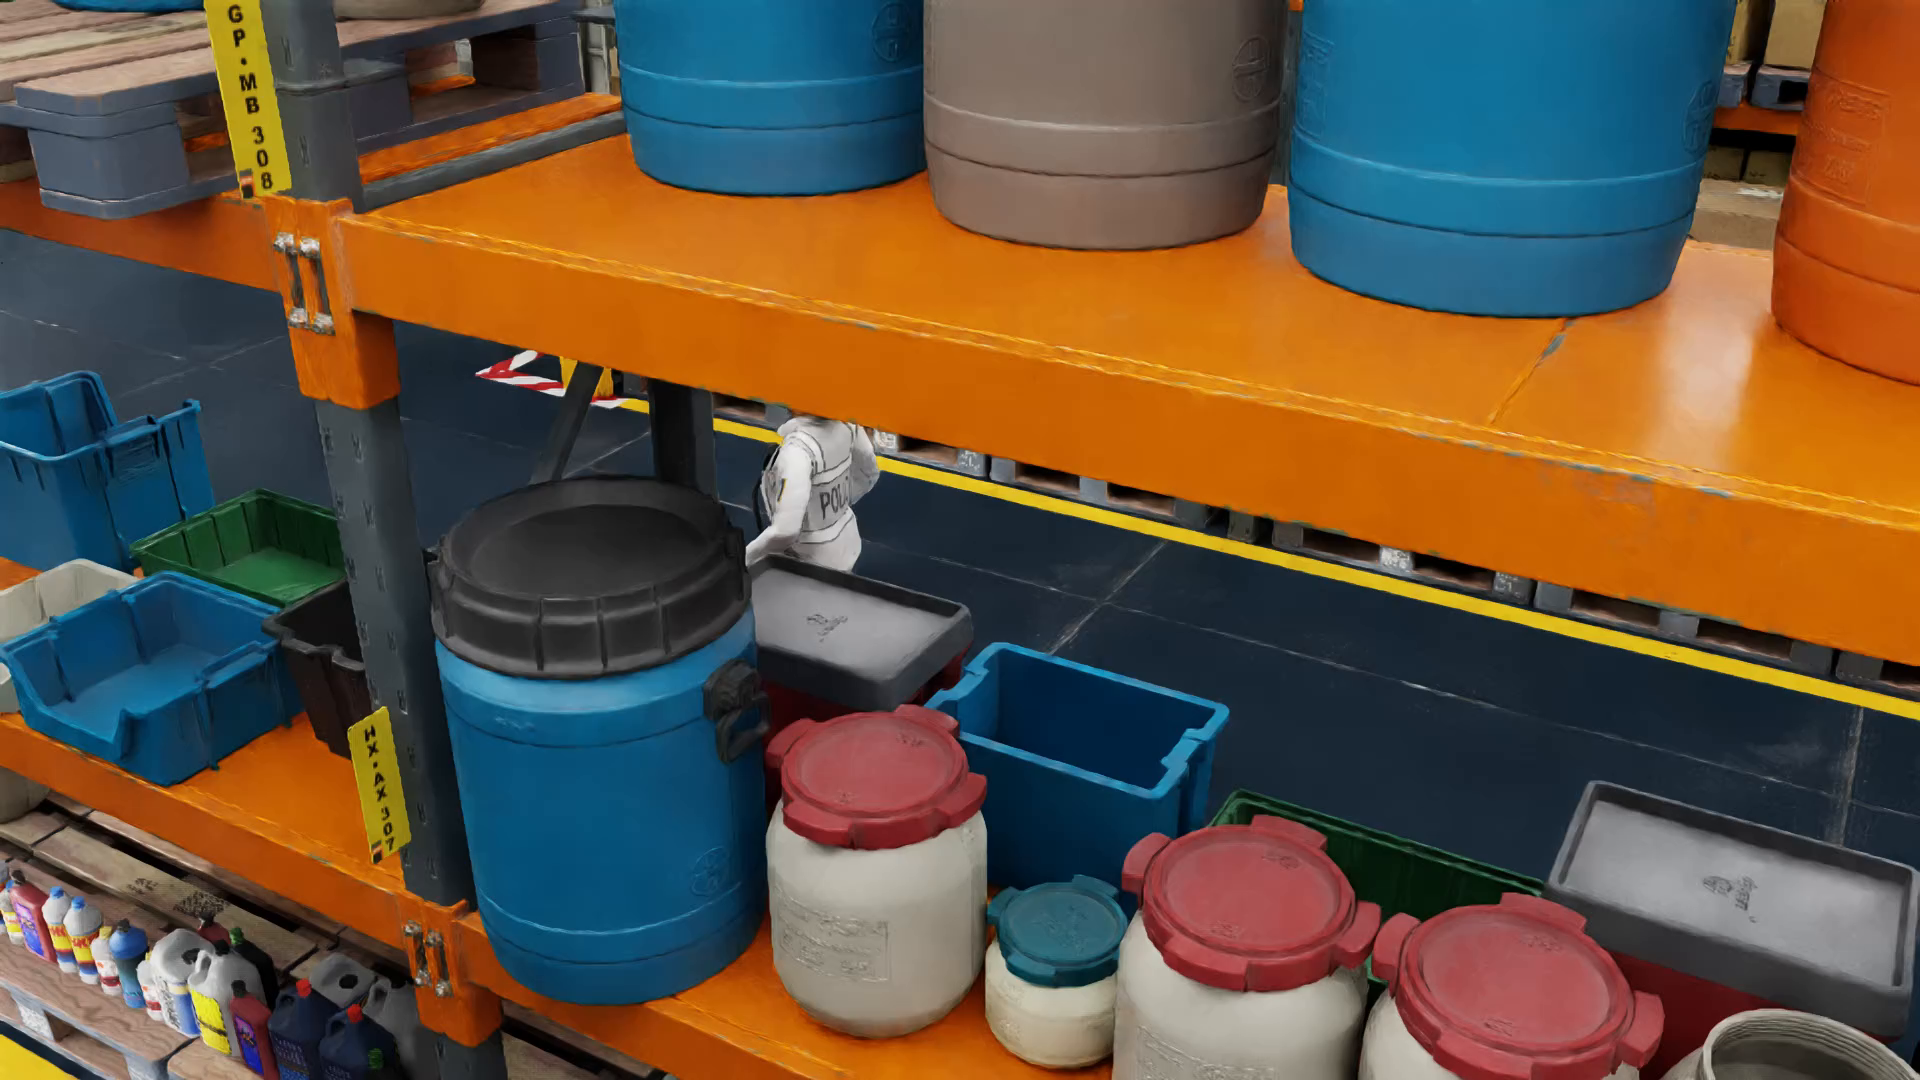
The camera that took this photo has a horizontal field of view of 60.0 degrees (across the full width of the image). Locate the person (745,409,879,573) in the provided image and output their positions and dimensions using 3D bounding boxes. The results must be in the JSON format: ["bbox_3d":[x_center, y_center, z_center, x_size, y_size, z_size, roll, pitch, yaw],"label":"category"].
[{"bbox_3d":[-0.584,0.081,5.965,0.468,1.667,0.655,6,27,12],"label":"person"}]
